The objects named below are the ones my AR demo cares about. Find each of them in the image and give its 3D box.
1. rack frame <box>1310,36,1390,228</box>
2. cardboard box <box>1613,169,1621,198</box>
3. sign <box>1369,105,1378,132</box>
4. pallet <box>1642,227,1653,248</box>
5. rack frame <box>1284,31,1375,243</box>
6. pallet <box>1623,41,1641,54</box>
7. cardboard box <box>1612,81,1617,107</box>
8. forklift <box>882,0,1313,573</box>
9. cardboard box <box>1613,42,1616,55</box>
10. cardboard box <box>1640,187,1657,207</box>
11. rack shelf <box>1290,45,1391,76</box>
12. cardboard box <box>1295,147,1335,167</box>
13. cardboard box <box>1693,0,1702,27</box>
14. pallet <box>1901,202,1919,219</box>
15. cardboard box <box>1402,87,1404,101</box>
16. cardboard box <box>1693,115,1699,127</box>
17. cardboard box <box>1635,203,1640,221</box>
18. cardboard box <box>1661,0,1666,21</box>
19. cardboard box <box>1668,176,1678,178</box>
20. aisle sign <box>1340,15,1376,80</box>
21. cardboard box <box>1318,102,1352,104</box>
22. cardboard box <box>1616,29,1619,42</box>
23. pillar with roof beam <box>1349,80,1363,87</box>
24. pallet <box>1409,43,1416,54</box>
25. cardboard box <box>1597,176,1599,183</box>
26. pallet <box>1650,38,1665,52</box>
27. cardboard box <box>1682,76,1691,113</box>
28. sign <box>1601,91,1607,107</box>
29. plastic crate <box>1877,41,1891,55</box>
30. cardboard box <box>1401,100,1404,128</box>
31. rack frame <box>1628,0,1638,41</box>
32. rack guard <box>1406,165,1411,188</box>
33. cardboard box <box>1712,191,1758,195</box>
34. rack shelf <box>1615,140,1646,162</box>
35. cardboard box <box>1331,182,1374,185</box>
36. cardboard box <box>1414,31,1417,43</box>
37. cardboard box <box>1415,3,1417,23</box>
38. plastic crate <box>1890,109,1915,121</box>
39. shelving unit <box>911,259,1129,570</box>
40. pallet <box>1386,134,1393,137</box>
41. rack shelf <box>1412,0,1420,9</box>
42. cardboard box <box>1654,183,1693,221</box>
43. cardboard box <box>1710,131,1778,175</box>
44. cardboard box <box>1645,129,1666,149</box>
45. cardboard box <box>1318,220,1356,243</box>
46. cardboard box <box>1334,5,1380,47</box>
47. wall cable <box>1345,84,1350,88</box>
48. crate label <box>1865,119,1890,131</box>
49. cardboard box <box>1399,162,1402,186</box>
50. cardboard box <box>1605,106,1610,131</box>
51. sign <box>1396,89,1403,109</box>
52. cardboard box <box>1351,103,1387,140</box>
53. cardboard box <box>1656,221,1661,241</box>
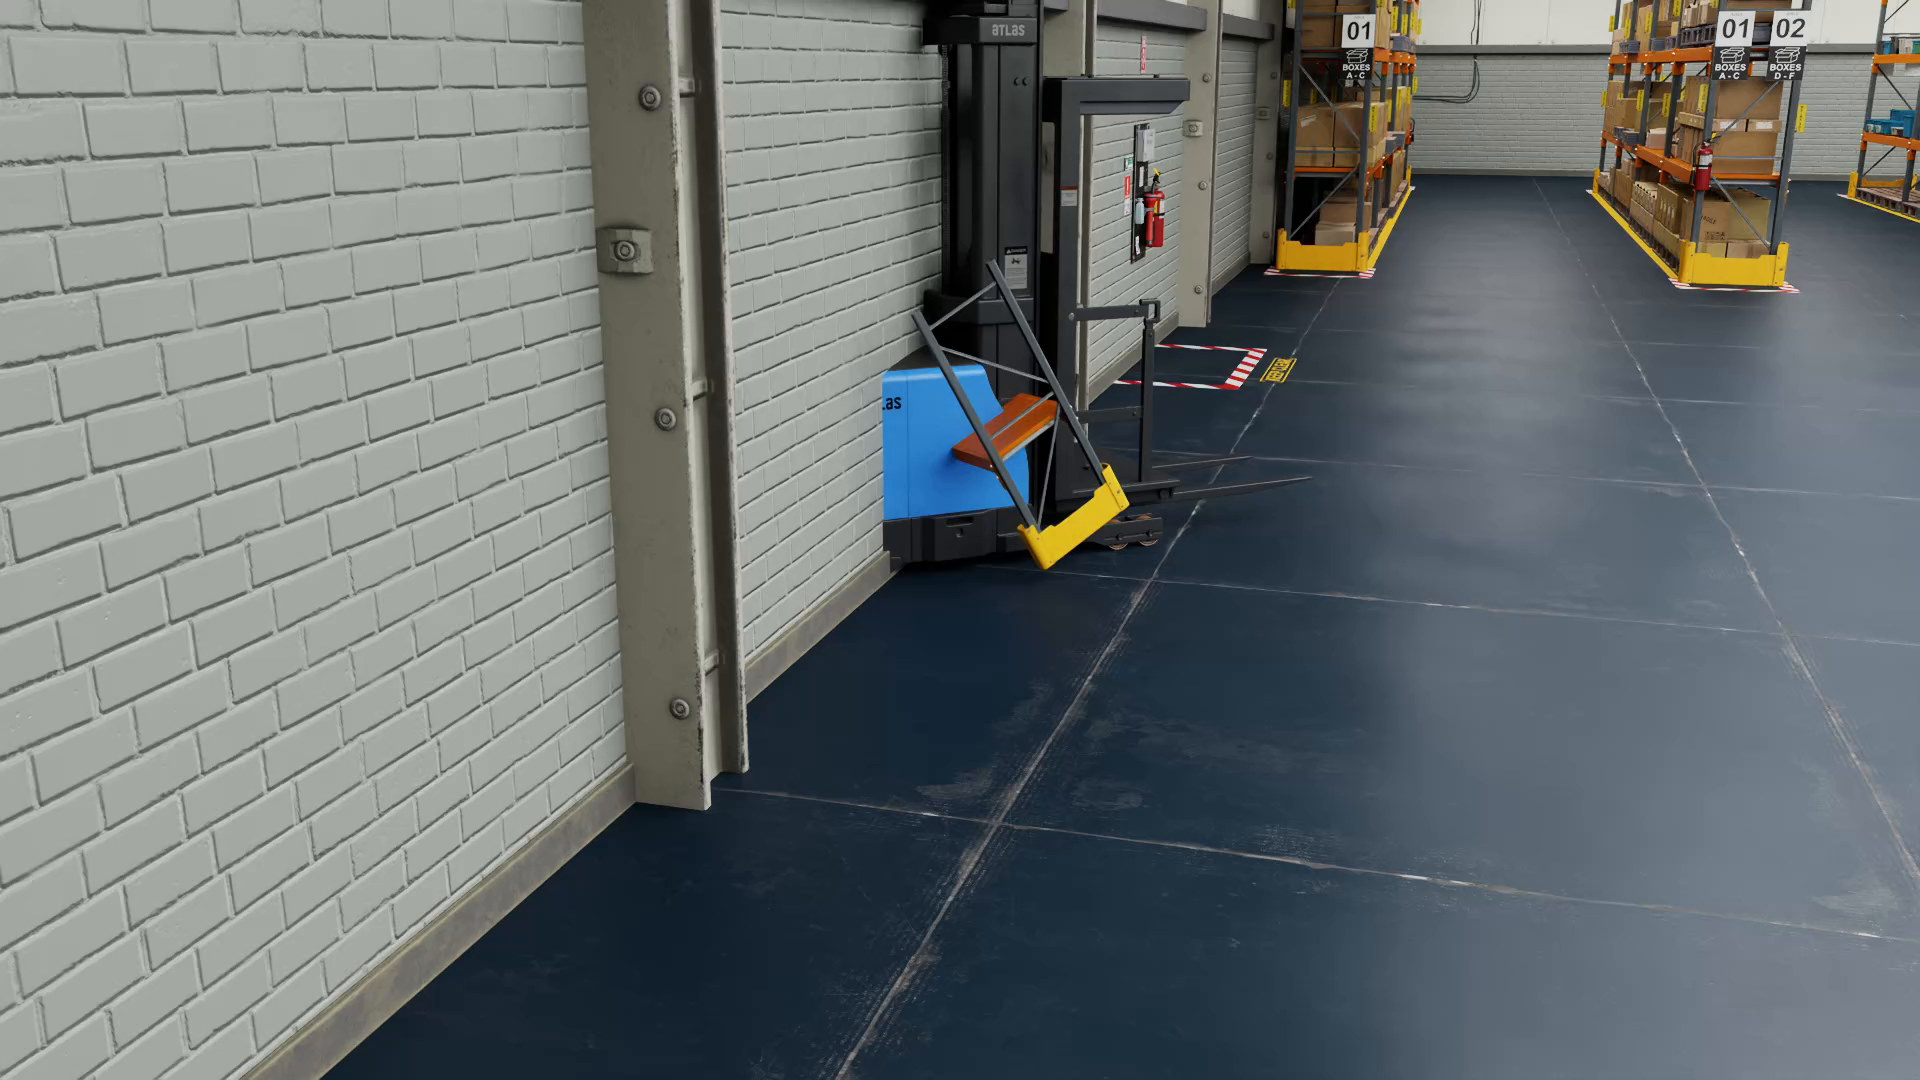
[{"bbox_3d":[5.882,-6.048,25.154,1.000,3.000,0.127,5,16,16],"label":"rack frame"},{"bbox_3d":[12.535,-6.659,31.083,0.500,0.500,0.500,4,16,13],"label":"cardboard box"},{"bbox_3d":[5.265,-5.375,21.198,0.100,0.325,0.005,5,16,16],"label":"sign"},{"bbox_3d":[10.804,-4.519,24.873,1.003,0.211,1.213,5,16,16],"label":"pallet"},{"bbox_3d":[4.745,-5.001,21.464,1.000,3.000,0.127,5,16,16],"label":"rack frame"},{"bbox_3d":[12.361,-8.673,29.258,1.213,0.211,1.003,5,16,16],"label":"pallet"},{"bbox_3d":[13.232,-8.836,32.971,0.500,0.500,0.500,4,16,15],"label":"cardboard box"},{"bbox_3d":[0.569,-1.480,9.175,3.031,2.935,1.130,-7,17,-23],"label":"forklift"},{"bbox_3d":[13.498,-9.930,33.620,0.500,0.250,0.500,5,16,16],"label":"cardboard box"},{"bbox_3d":[10.905,-5.340,25.900,0.500,0.311,0.500,4,16,15],"label":"cardboard box"},{"bbox_3d":[5.313,-6.621,22.998,1.077,0.370,4.000,5,16,16],"label":"rack shelf"},{"bbox_3d":[4.692,-5.076,21.966,0.500,0.250,0.500,5,17,17],"label":"cardboard box"},{"bbox_3d":[10.043,-7.005,21.818,0.797,0.503,0.637,7,17,22],"label":"cardboard box"},{"bbox_3d":[17.395,-5.832,29.504,1.003,0.211,1.213,5,16,16],"label":"pallet"},{"bbox_3d":[8.113,-8.427,31.404,0.500,0.250,0.500,5,17,17],"label":"cardboard box"},{"bbox_3d":[9.860,-5.499,21.847,0.380,0.149,0.250,4,16,15],"label":"cardboard box"},{"bbox_3d":[11.055,-5.208,26.462,0.500,0.250,0.500,4,16,14],"label":"cardboard box"},{"bbox_3d":[12.044,-8.930,27.804,0.500,0.500,0.500,5,16,16],"label":"cardboard box"},{"bbox_3d":[12.463,-6.085,29.061,0.500,0.500,0.500,4,16,15],"label":"cardboard box"},{"bbox_3d":[5.012,-6.210,20.961,0.394,0.787,0.004,5,16,16],"label":"aisle sign"},{"bbox_3d":[5.548,-6.239,24.693,0.500,0.500,0.500,4,16,15],"label":"cardboard box"},{"bbox_3d":[13.362,-10.039,33.089,0.500,0.250,0.500,5,16,16],"label":"cardboard box"},{"bbox_3d":[13.357,-12.513,36.953,9.100,9.000,0.400,5,16,16],"label":"pillar with roof beam"},{"bbox_3d":[9.091,-10.393,35.138,1.003,0.211,1.213,5,16,16],"label":"pallet"},{"bbox_3d":[13.594,-7.561,34.908,0.380,0.149,0.250,5,16,16],"label":"cardboard box"},{"bbox_3d":[11.662,-7.879,26.458,1.213,0.211,1.003,5,17,18],"label":"pallet"},{"bbox_3d":[10.512,-6.220,23.201,0.700,0.500,0.500,5,17,16],"label":"cardboard box"},{"bbox_3d":[13.522,-9.262,34.901,0.100,0.325,0.005,5,16,16],"label":"sign"},{"bbox_3d":[18.414,-9.720,32.843,0.497,0.269,0.590,5,16,16],"label":"plastic crate"},{"bbox_3d":[8.130,-8.067,31.508,0.500,0.500,0.500,5,17,16],"label":"cardboard box"},{"bbox_3d":[12.906,-10.643,30.363,1.000,3.000,0.127,5,16,16],"label":"rack frame"},{"bbox_3d":[9.299,-7.991,36.585,1.175,0.500,0.348,5,16,16],"label":"rack guard"},{"bbox_3d":[10.290,-4.373,22.145,0.500,0.500,0.500,5,16,16],"label":"cardboard box"},{"bbox_3d":[12.337,-6.888,29.435,1.077,0.370,4.000,5,16,16],"label":"rack shelf"},{"bbox_3d":[6.492,-5.653,27.536,0.700,0.500,0.500,5,16,16],"label":"cardboard box"},{"bbox_3d":[9.338,-10.596,35.014,0.500,0.250,0.500,5,17,18],"label":"cardboard box"},{"bbox_3d":[9.053,-10.689,33.968,0.500,0.500,0.500,4,16,13],"label":"cardboard box"},{"bbox_3d":[18.874,-8.363,33.141,0.616,0.435,0.499,5,16,16],"label":"plastic crate"},{"bbox_3d":[0.073,-0.714,8.672,0.587,1.500,1.083,-37,25,-15],"label":"shelving unit"},{"bbox_3d":[6.495,-6.481,27.032,1.003,0.211,1.213,5,16,16],"label":"pallet"},{"bbox_3d":[8.724,-11.011,33.711,1.077,0.370,4.000,5,16,16],"label":"rack shelf"},{"bbox_3d":[10.200,-4.807,23.676,0.500,0.500,0.500,5,16,16],"label":"cardboard box"},{"bbox_3d":[9.640,-4.787,20.527,0.700,0.500,0.500,5,16,16],"label":"cardboard box"},{"bbox_3d":[11.329,-6.449,26.732,0.500,0.311,0.500,4,16,15],"label":"cardboard box"},{"bbox_3d":[5.190,-4.242,22.910,0.500,0.311,0.500,6,17,20],"label":"cardboard box"},{"bbox_3d":[5.080,-6.570,21.278,0.500,0.500,0.500,5,17,17],"label":"cardboard box"},{"bbox_3d":[8.749,-10.084,37.523,0.084,1.984,1.851,5,16,16],"label":"wall cable"},{"bbox_3d":[18.405,-8.328,33.391,0.416,0.233,0.303,5,16,16],"label":"crate label"},{"bbox_3d":[8.760,-7.593,34.413,0.700,0.500,0.500,5,17,17],"label":"cardboard box"},{"bbox_3d":[13.522,-8.621,34.043,0.500,0.500,0.500,4,16,15],"label":"cardboard box"},{"bbox_3d":[7.541,-7.573,28.556,0.100,0.325,0.005,5,16,16],"label":"sign"},{"bbox_3d":[5.908,-6.067,24.086,0.500,0.500,0.500,5,16,16],"label":"cardboard box"},{"bbox_3d":[10.063,-4.315,23.316,0.500,0.250,0.500,5,16,16],"label":"cardboard box"}]
